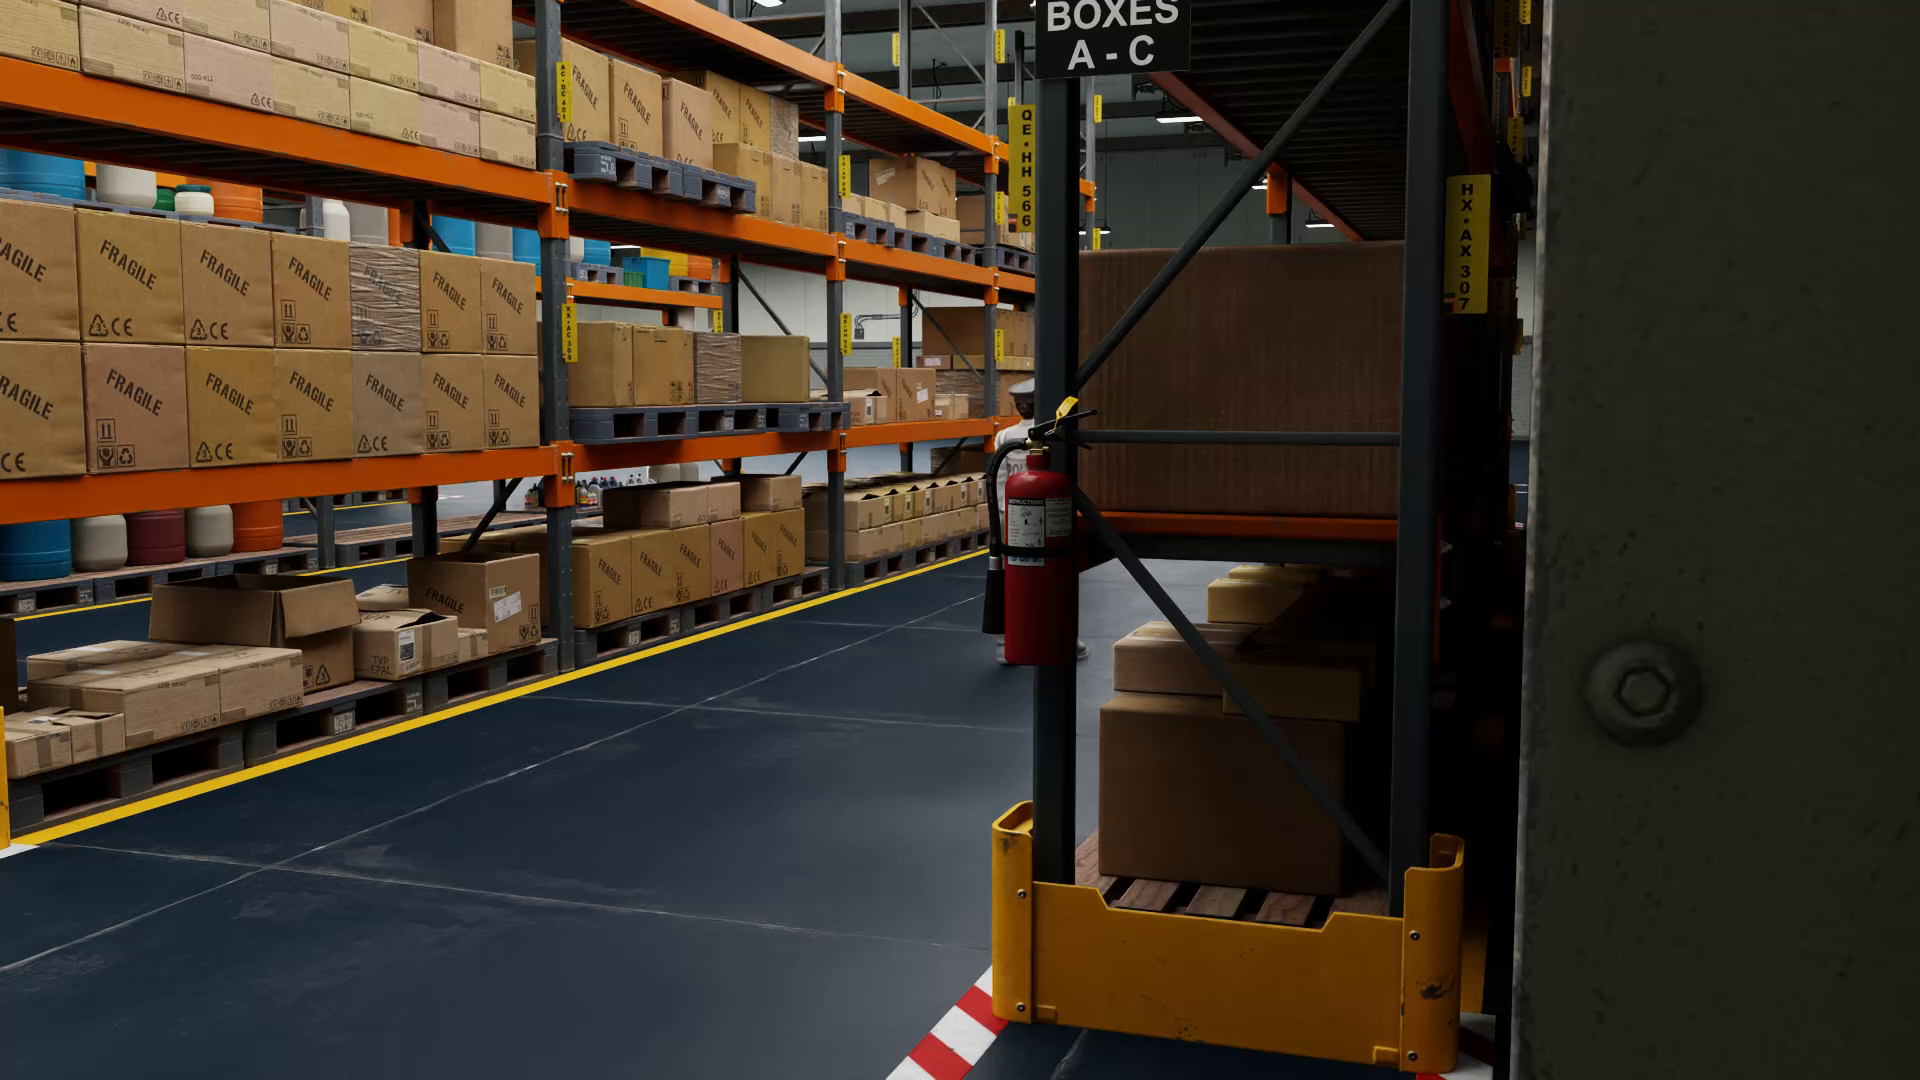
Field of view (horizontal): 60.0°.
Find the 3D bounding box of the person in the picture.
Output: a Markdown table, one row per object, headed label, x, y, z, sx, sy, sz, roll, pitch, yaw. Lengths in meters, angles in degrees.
| label | x | y | z | sx | sy | sz | roll | pitch | yaw |
| --- | --- | --- | --- | --- | --- | --- | --- | --- | --- |
| person | 0.456 | -0.116 | 9.851 | 0.476 | 1.676 | 0.602 | 2 | 6 | 24 |
